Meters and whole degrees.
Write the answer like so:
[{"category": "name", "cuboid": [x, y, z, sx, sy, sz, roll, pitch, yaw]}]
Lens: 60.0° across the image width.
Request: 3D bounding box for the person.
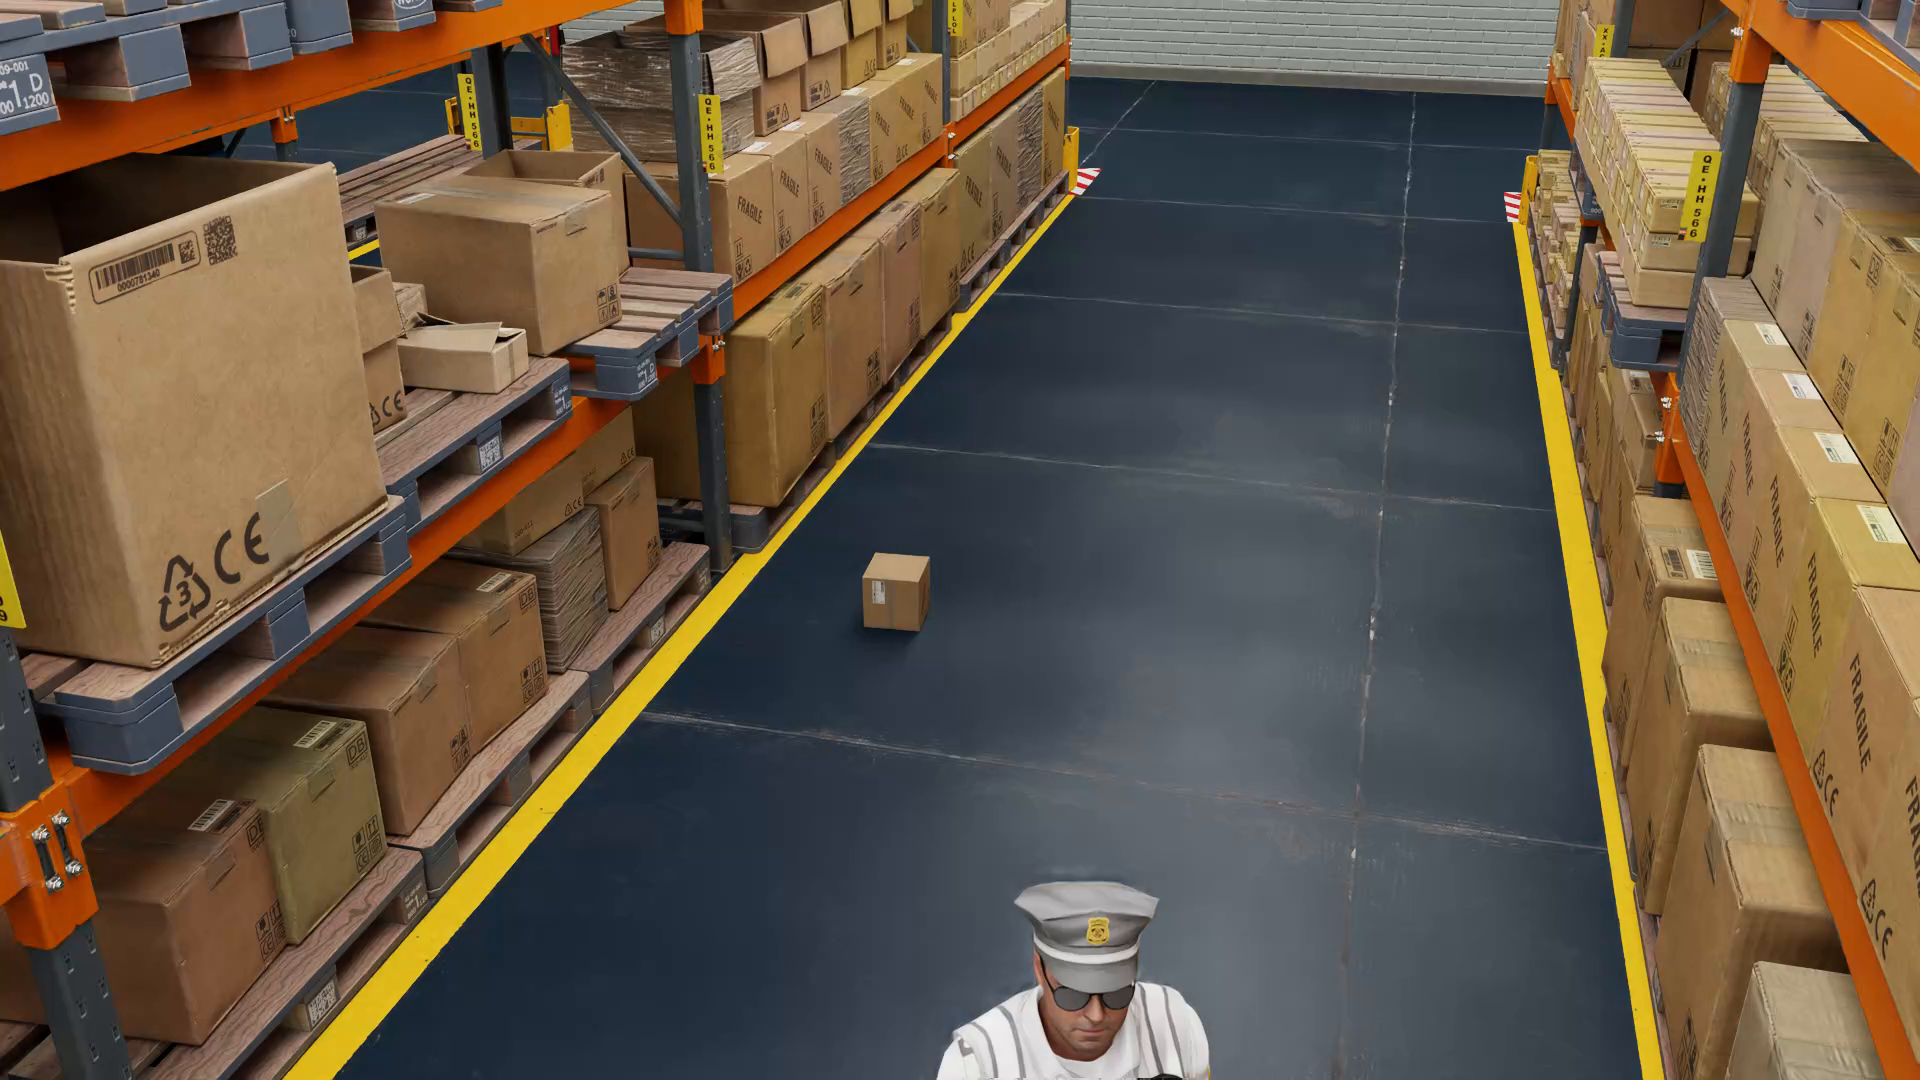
[{"category": "person", "cuboid": [0.222, 1.435, 3.050, 0.579, 1.814, 0.776, -4, 26, -9]}]
